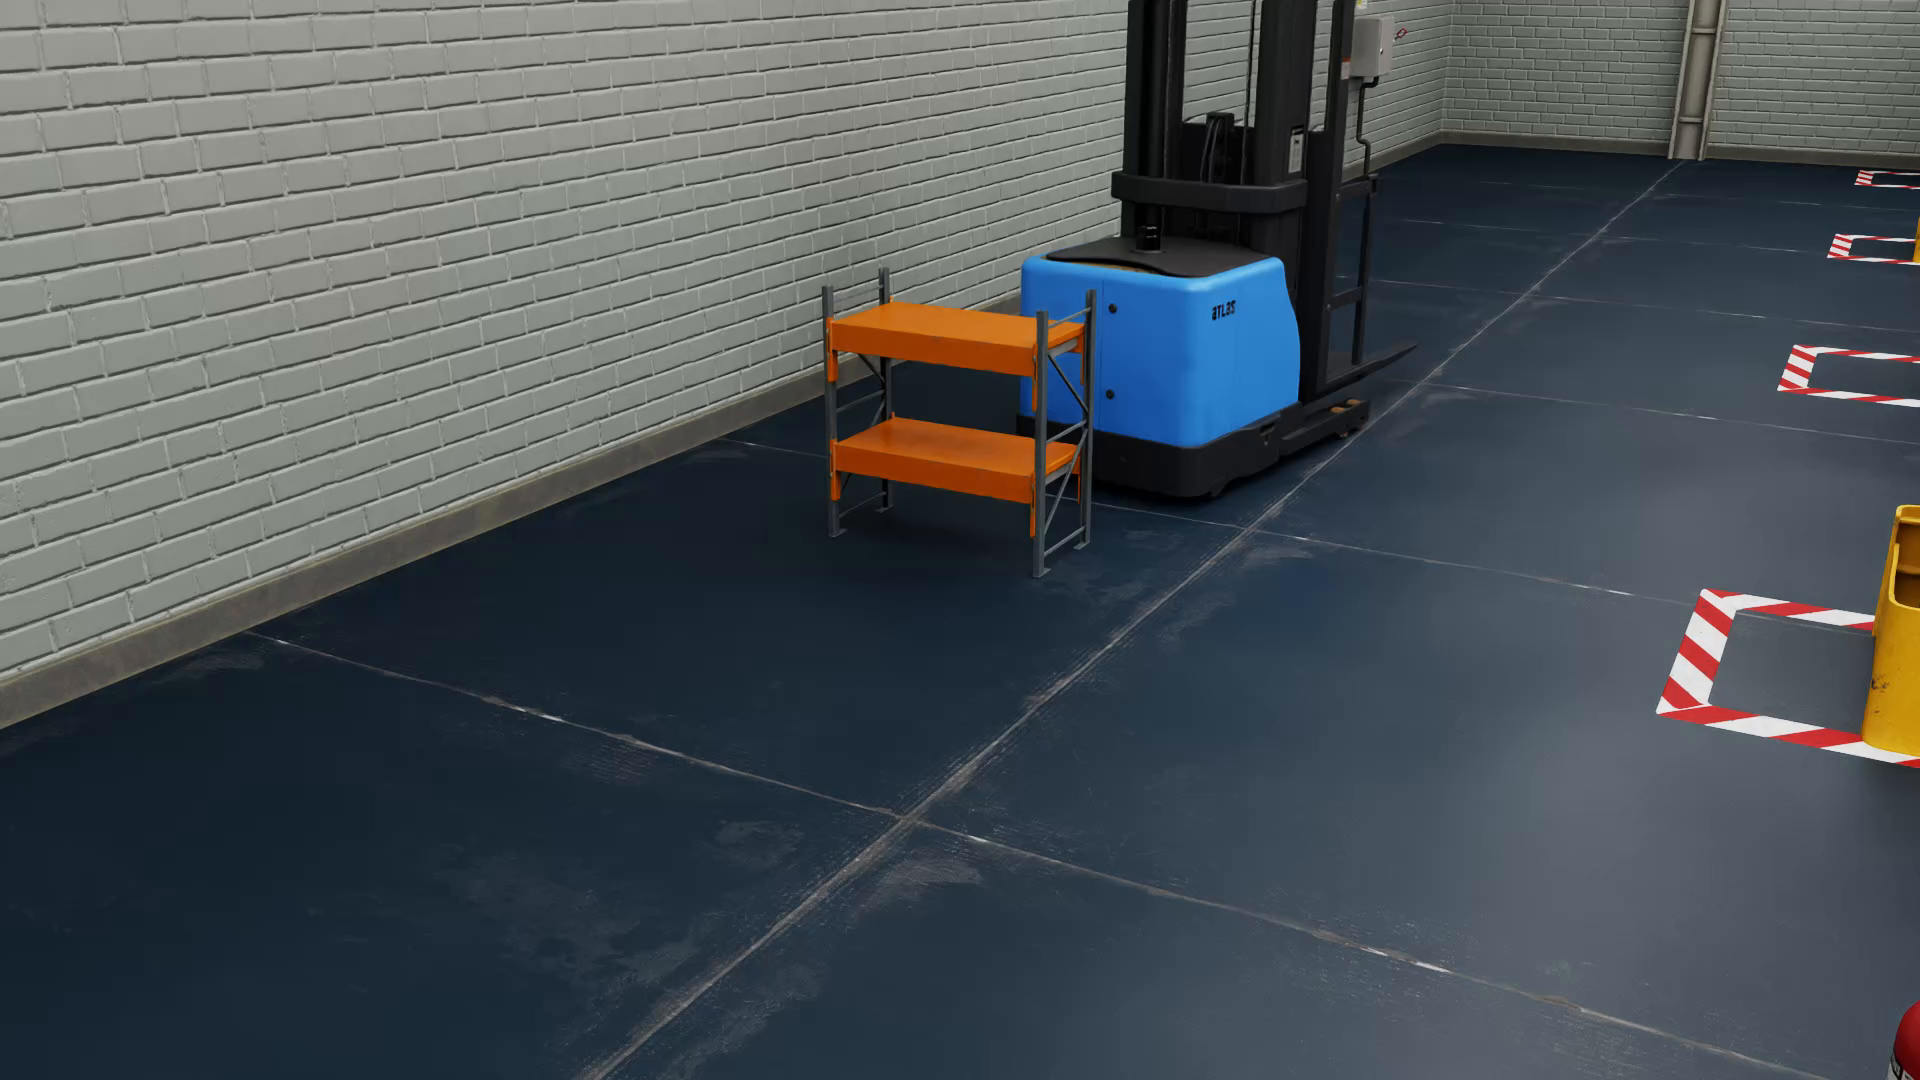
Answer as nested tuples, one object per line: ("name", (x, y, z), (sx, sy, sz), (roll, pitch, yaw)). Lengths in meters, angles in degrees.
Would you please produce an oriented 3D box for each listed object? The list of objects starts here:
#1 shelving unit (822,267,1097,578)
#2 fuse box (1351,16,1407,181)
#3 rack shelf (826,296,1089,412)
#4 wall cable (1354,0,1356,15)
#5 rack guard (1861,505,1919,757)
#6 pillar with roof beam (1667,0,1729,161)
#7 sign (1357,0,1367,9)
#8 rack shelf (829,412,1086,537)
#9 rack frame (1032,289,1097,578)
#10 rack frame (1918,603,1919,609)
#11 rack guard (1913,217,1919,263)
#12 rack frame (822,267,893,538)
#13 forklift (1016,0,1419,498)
("shelving unit", (-0.006, -0.530, 7.176), (1.048, 1.125, 0.538), (11, 23, 27))
("fuse box", (4.482, -4.750, 17.949), (0.414, 1.711, 0.539), (11, 23, 27))
("rack shelf", (-0.006, -0.805, 7.077), (1.000, 0.278, 0.538), (11, 23, 27))
("wall cable", (4.011, -5.656, 17.069), (0.122, 1.984, 0.588), (11, 23, 27))
("rack guard", (3.410, 0.298, 5.811), (0.348, 0.500, 1.175), (11, 23, 27))
("pillar with roof beam", (6.668, -7.557, 15.002), (0.400, 9.000, 9.100), (11, 23, 27))
("sign", (4.274, -5.761, 17.638), (0.001, 0.242, 0.339), (11, 23, 27))
("rack shelf", (-0.006, -0.300, 7.260), (1.000, 0.278, 0.538), (11, 23, 27))
("rack frame", (0.438, -0.445, 6.943), (0.032, 1.125, 0.500), (11, 23, 27))
("rack frame", (3.431, -0.873, 5.373), (0.127, 3.000, 1.000), (11, 23, 27))
("rack guard", (8.243, -2.652, 13.944), (0.348, 0.500, 1.175), (11, 23, 27))
("rack frame", (-0.450, -0.614, 7.409), (0.032, 1.125, 0.500), (11, 23, 27))
("forklift", (1.570, -2.011, 8.610), (1.130, 2.935, 3.031), (15, 25, 35))
